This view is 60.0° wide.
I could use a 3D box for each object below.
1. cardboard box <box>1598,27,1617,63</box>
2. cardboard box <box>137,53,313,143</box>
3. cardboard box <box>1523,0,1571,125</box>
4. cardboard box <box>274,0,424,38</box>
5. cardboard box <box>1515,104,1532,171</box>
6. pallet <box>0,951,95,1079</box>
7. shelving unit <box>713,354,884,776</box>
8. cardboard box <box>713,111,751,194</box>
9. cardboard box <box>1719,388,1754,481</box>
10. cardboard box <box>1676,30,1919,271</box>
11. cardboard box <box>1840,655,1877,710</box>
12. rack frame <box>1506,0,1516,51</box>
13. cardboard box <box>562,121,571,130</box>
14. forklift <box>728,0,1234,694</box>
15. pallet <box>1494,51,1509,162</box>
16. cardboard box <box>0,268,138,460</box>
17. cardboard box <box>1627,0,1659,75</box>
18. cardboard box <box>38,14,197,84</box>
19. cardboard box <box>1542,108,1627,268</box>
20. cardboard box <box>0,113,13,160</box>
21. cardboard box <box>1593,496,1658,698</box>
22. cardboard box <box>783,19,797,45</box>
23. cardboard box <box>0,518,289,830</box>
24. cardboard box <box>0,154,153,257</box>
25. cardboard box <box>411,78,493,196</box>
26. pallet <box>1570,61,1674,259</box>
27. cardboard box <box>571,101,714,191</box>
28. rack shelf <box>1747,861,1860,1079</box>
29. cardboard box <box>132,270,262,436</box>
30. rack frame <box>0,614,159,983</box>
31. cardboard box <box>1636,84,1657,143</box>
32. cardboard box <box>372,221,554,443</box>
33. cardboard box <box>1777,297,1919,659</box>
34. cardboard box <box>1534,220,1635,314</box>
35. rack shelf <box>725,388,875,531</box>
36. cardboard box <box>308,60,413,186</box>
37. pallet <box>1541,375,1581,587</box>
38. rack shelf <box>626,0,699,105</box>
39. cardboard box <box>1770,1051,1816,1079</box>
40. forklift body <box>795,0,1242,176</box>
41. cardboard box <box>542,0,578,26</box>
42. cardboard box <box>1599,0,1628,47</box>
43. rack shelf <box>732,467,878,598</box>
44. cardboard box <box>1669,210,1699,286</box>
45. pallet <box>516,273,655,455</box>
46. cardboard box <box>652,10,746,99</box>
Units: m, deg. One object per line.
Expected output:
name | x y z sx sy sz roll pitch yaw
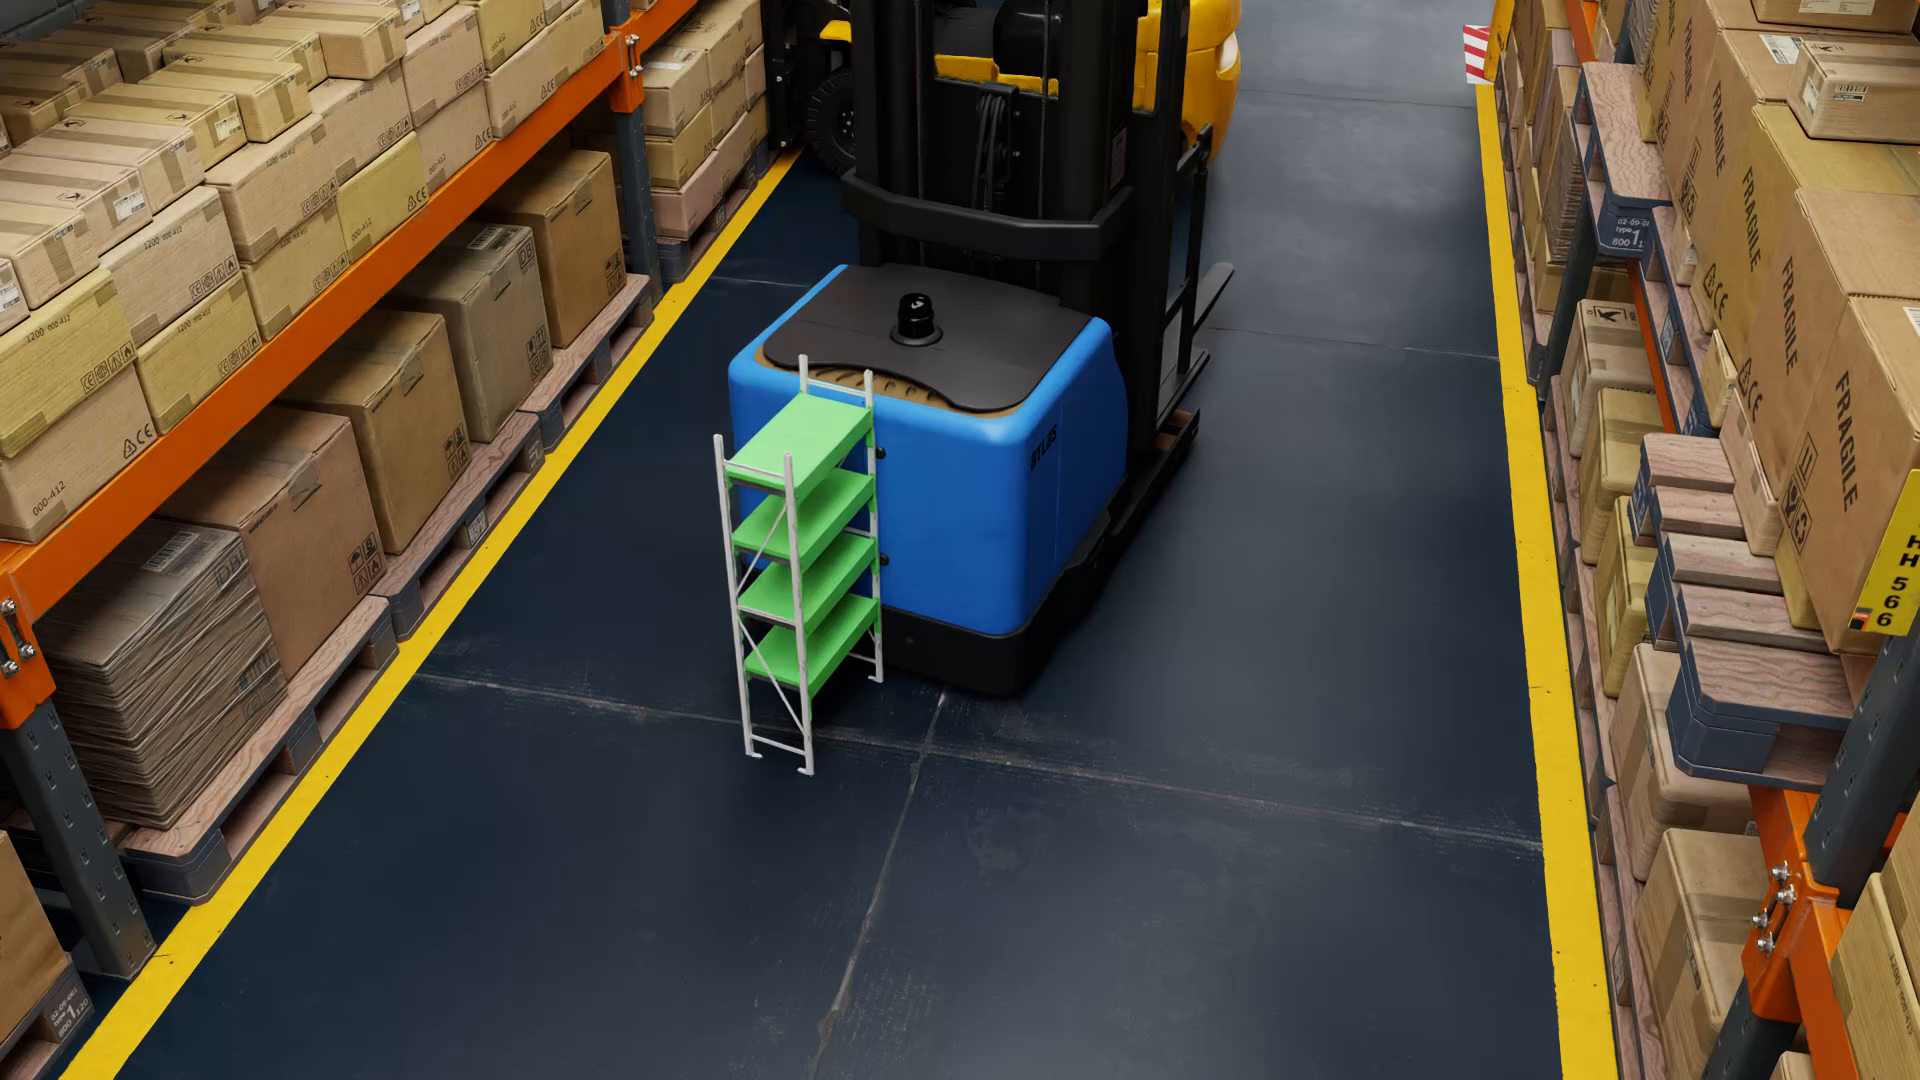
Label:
cardboard box | 2.724 -1.889 6.514 0.380 0.149 0.250 7 37 9
cardboard box | -2.130 -1.285 4.829 0.380 0.149 0.250 8 37 11
cardboard box | 3.138 -2.393 8.342 0.500 0.500 0.500 8 37 11
cardboard box | -1.997 -1.731 5.445 0.380 0.149 0.250 8 37 10
cardboard box | 3.145 -2.084 8.555 0.500 0.250 0.500 10 37 13
pallet | -2.947 1.457 4.059 1.003 0.211 1.213 7 37 10
shelving unit | -0.470 0.094 5.098 0.258 1.200 0.503 15 39 20
cardboard box | -1.376 -1.974 8.403 0.500 0.250 0.500 7 36 9
cardboard box | 1.997 -0.217 3.849 0.380 0.149 0.250 6 36 8
cardboard box | 2.248 -1.001 4.379 0.500 0.500 0.500 6 36 8
cardboard box | 1.939 0.239 3.220 0.380 0.149 0.250 9 37 12
rack frame | 3.808 -4.061 9.298 1.000 3.000 0.127 7 37 10
cardboard box | -1.980 -2.156 7.802 0.500 0.250 0.500 8 37 11
forklift | 0.321 -1.539 5.876 1.130 2.935 3.031 15 39 20
pallet | 3.583 -2.427 9.419 1.003 0.211 1.213 7 37 10
cardboard box | -2.393 -0.457 4.027 0.500 0.250 0.500 7 37 10
cardboard box | 2.573 -1.866 5.572 0.500 0.500 0.500 8 37 11
cardboard box | -2.570 -1.493 5.115 0.380 0.149 0.250 8 37 11
cardboard box | 2.818 -1.501 7.112 0.500 0.500 0.500 7 36 9
cardboard box | -2.833 -1.064 4.524 0.380 0.149 0.250 7 36 9
cardboard box | 2.547 0.238 5.247 0.950 0.372 0.625 8 37 12
cardboard box | -1.159 -2.751 9.049 0.500 0.250 0.500 7 37 10
cardboard box | -2.604 0.341 4.890 0.875 0.625 0.625 8 37 11
cardboard box | -2.310 -0.848 4.226 0.380 0.149 0.250 8 37 11
cardboard box | -1.987 -1.436 5.803 0.500 0.250 0.500 8 37 10
pallet | 2.648 -1.271 5.610 1.003 0.211 1.213 7 37 10
cardboard box | -1.492 -1.886 7.855 0.500 0.250 0.500 7 37 10
rack shelf | 1.672 1.963 1.599 1.077 0.370 4.000 7 37 10
cardboard box | -2.305 -0.546 4.575 0.500 0.250 0.500 7 36 9
rack frame | -2.751 -0.095 3.825 1.000 3.000 0.127 7 37 10
cardboard box | 2.465 -1.417 5.506 0.380 0.149 0.250 8 37 11
cardboard box | -2.170 -0.852 6.536 0.875 0.625 0.625 7 37 9
cardboard box | 1.924 -0.101 3.137 0.500 0.500 0.500 6 36 9
cardboard box | 2.817 -1.197 7.331 0.500 0.250 0.500 9 37 12
rack shelf | -0.470 -0.243 4.854 0.258 0.148 0.480 15 39 20
cardboard box | -2.096 -1.341 5.246 0.500 0.250 0.500 8 37 11
pallet | 2.788 -0.193 6.336 1.003 0.211 1.213 7 37 10
rack shelf | -1.469 -3.244 8.782 1.077 0.370 4.000 7 37 10
cardboard box | 1.870 1.601 2.938 0.875 0.875 0.875 7 37 10
forklift body | 0.335 -3.022 8.587 2.313 2.155 1.214 7 37 10
cardboard box | -1.752 -2.216 6.454 0.500 0.250 0.500 7 36 9
cardboard box | 2.805 -2.215 6.411 0.500 0.500 0.500 6 36 9
rack shelf | -0.470 -0.049 4.995 0.258 0.148 0.480 15 39 20
cardboard box | 2.221 -0.815 4.675 0.380 0.149 0.250 9 37 12
pallet | -2.016 -0.832 7.218 1.003 0.211 1.213 7 37 10
cardboard box | -1.368 -2.380 8.110 0.500 0.250 0.500 7 37 10
